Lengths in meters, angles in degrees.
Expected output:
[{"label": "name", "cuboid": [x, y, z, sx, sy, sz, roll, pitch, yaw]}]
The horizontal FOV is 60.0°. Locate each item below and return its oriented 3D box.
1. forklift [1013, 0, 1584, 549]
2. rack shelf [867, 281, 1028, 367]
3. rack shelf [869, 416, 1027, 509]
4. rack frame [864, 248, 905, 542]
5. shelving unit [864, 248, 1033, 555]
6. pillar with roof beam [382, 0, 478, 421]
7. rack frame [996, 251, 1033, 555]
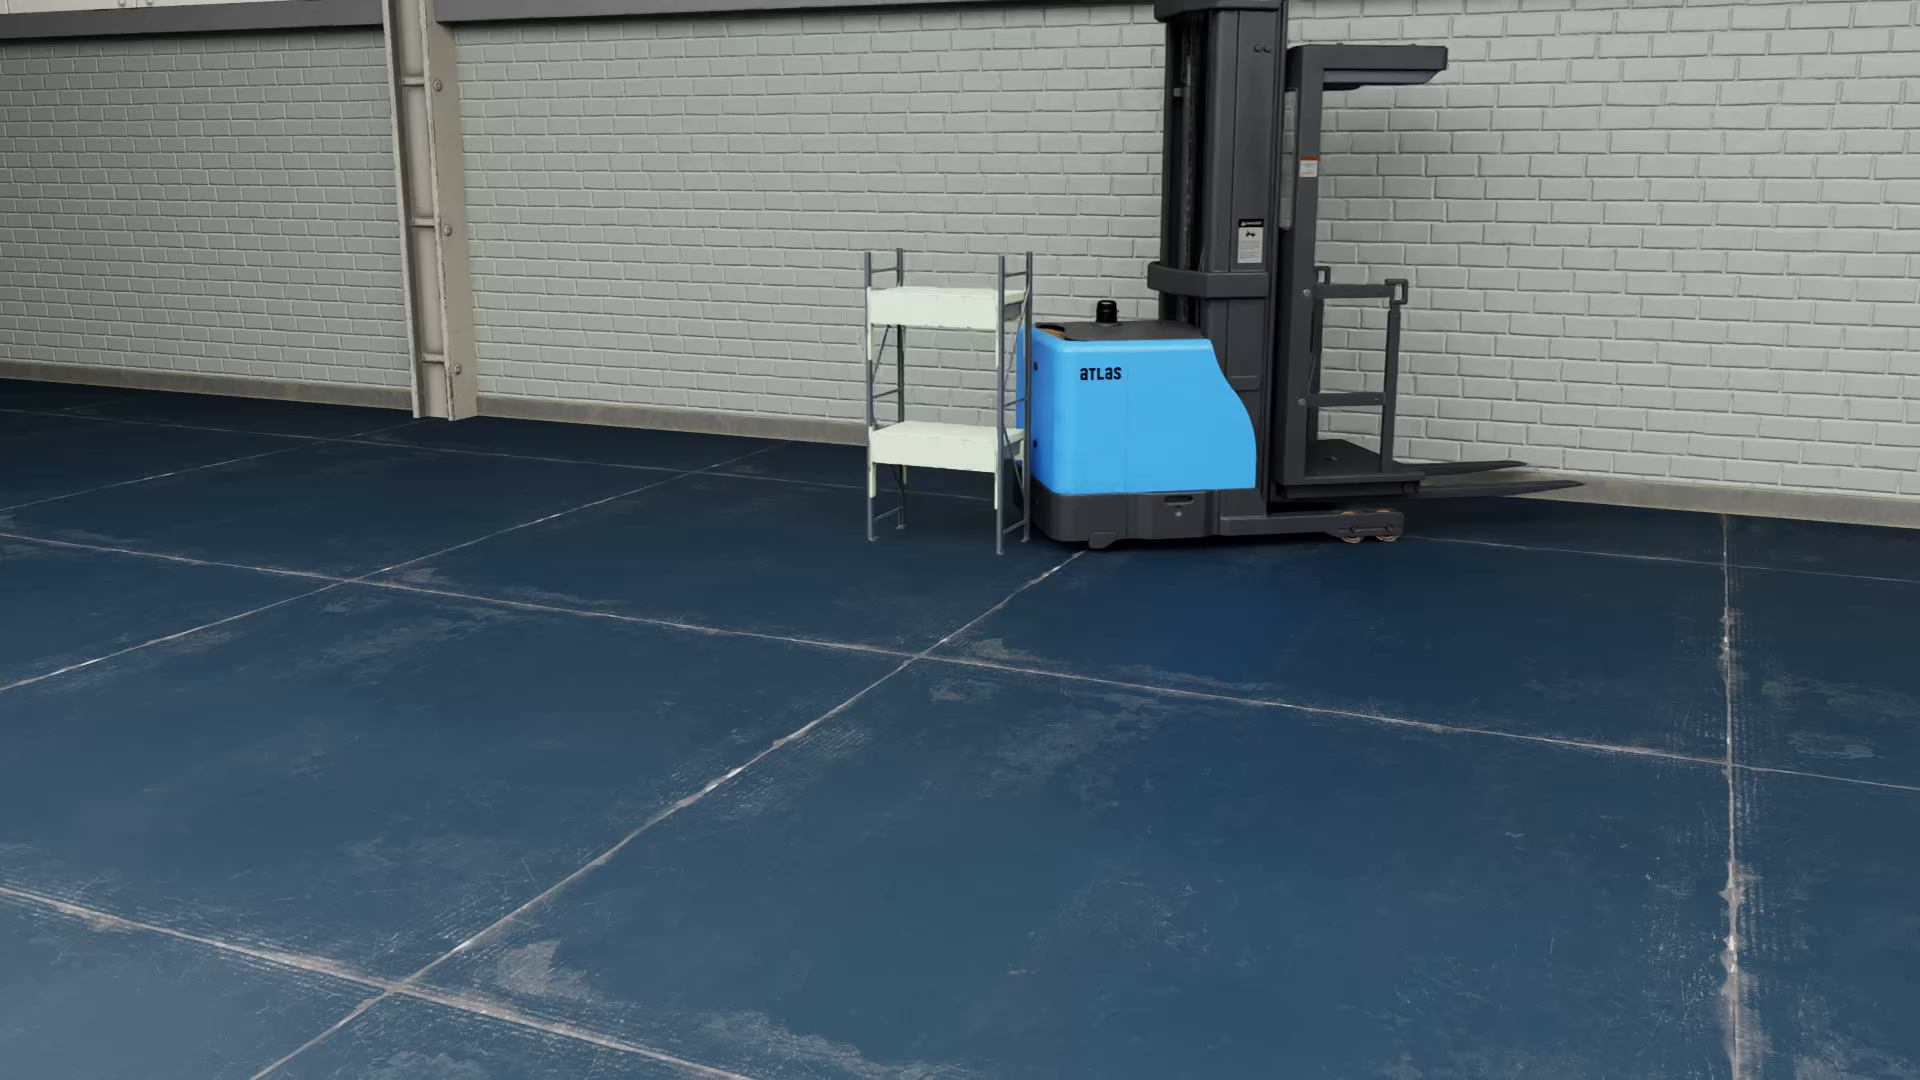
[{"label": "forklift", "cuboid": [1.865, -1.526, 8.843, 3.031, 2.935, 1.130, -2, 13, -11]}, {"label": "rack shelf", "cuboid": [-0.057, -1.109, 8.489, 0.720, 0.370, 0.431, 6, 14, 24]}, {"label": "rack shelf", "cuboid": [-0.057, -0.411, 8.652, 0.720, 0.370, 0.431, 6, 14, 24]}, {"label": "rack frame", "cuboid": [-0.391, -0.763, 8.724, 0.023, 1.500, 0.400, 6, 14, 24]}, {"label": "shelving unit", "cuboid": [-0.057, -0.729, 8.578, 0.755, 1.500, 0.431, 6, 14, 24]}, {"label": "pillar with roof beam", "cuboid": [-5.705, -4.438, 7.971, 0.400, 9.000, 9.100, 6, 14, 23]}, {"label": "rack frame", "cuboid": [0.277, -0.695, 8.432, 0.023, 1.500, 0.400, 6, 14, 24]}]
